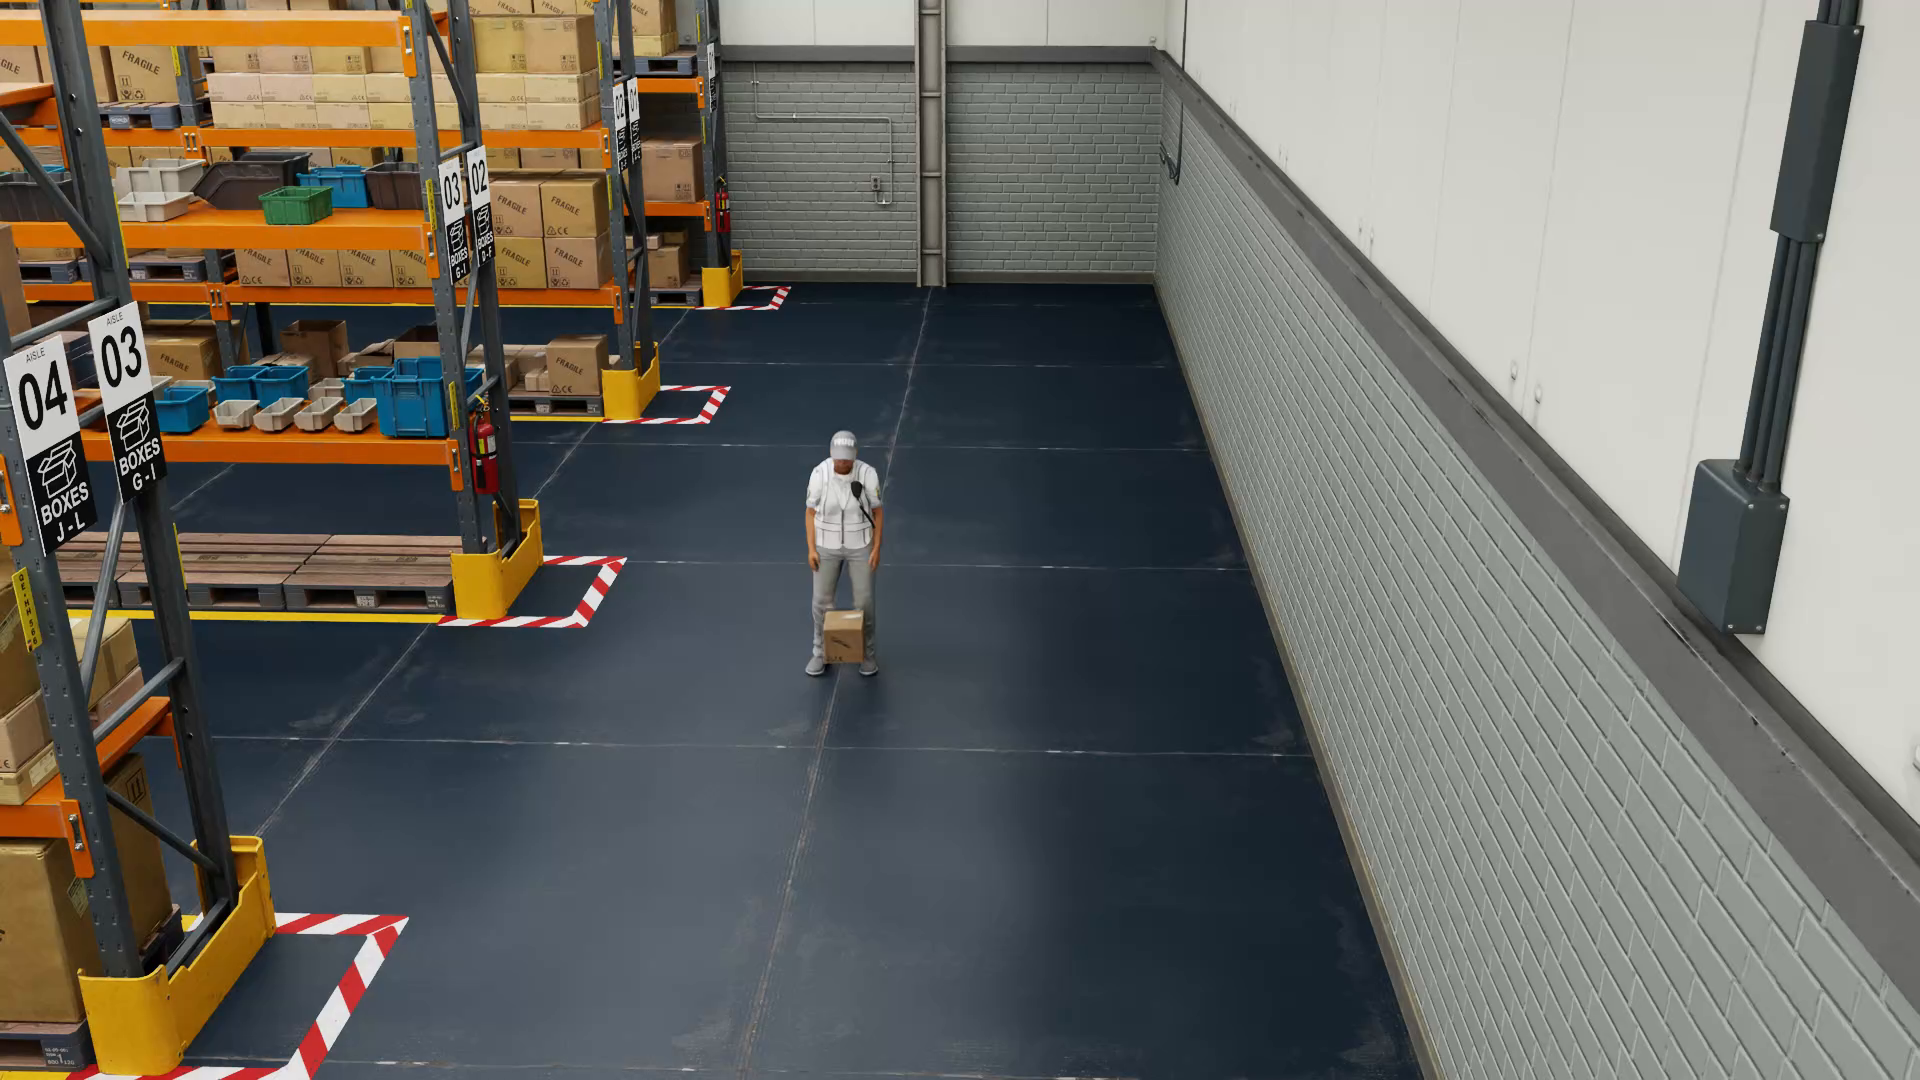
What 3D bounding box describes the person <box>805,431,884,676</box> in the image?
[{"bbox_3d":[-0.763,0.070,10.887,0.532,1.668,0.451,0,21,0],"label":"person"}]
